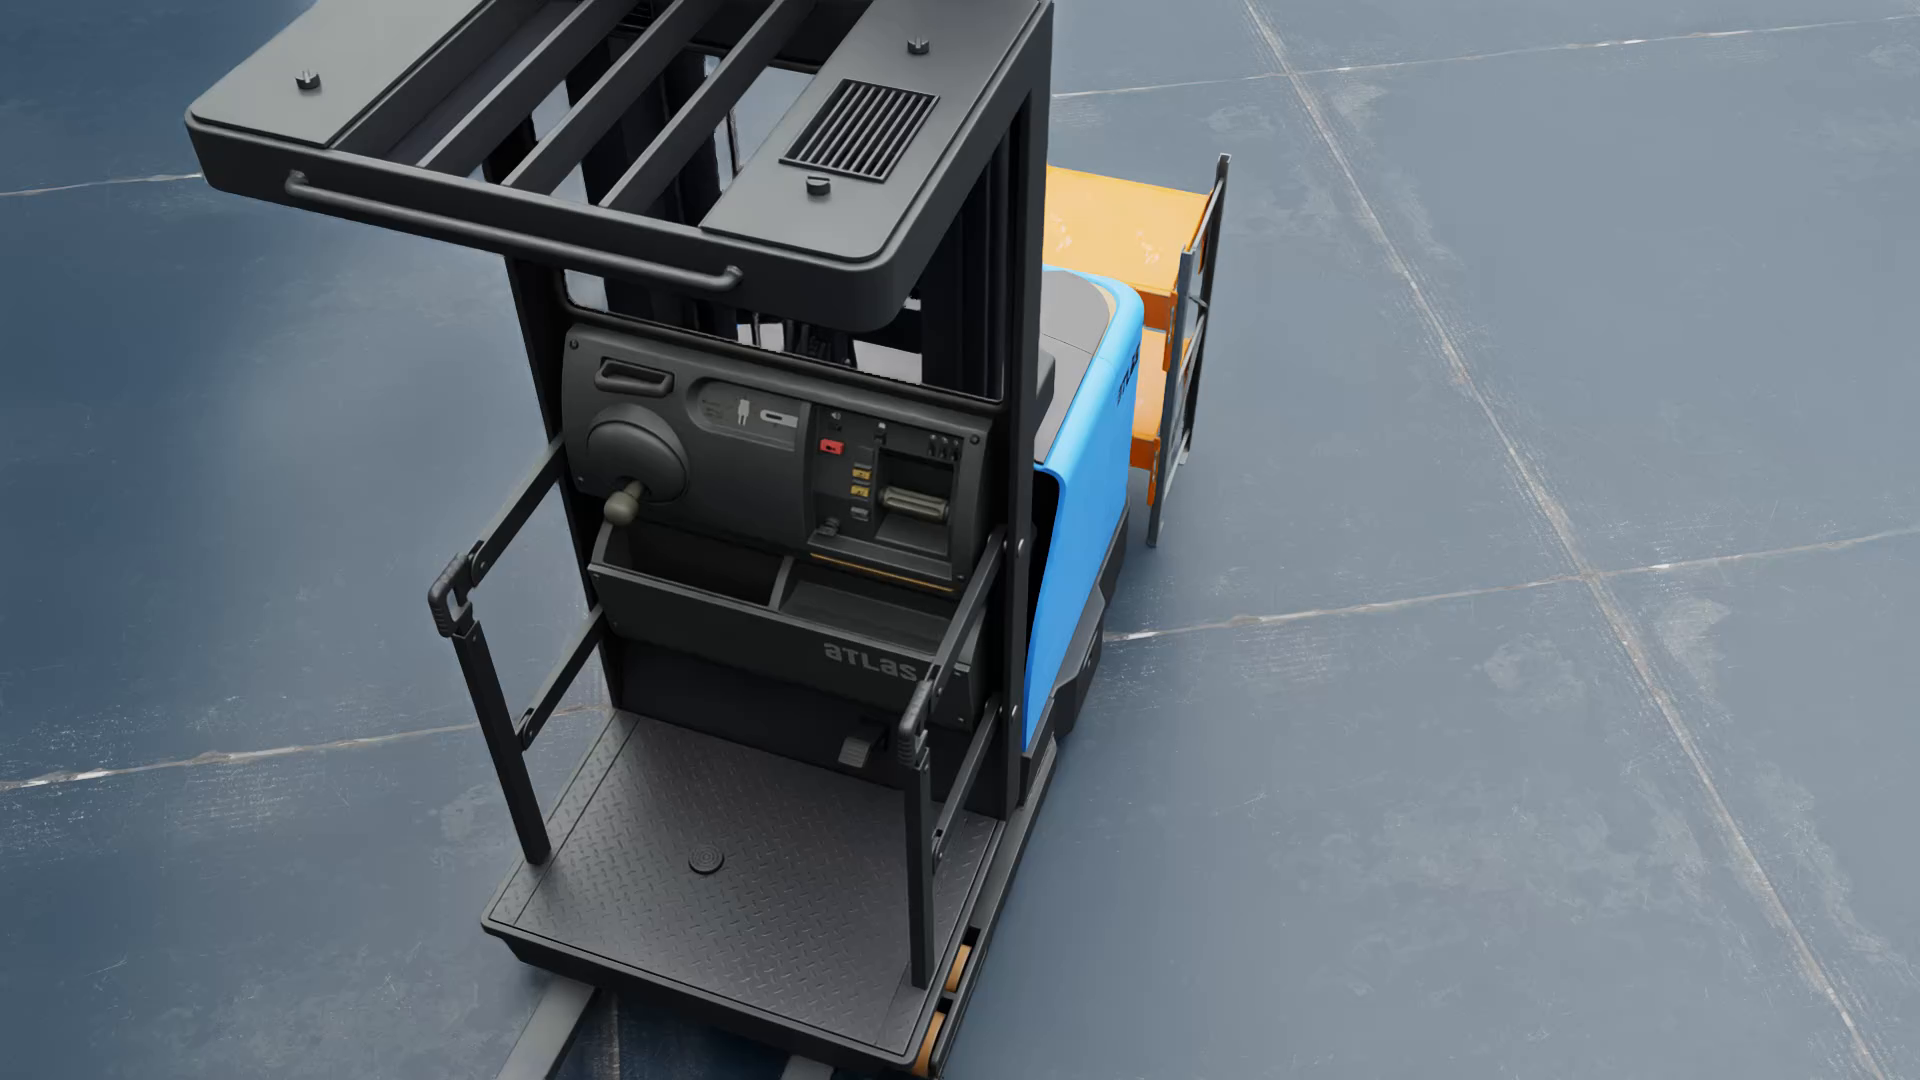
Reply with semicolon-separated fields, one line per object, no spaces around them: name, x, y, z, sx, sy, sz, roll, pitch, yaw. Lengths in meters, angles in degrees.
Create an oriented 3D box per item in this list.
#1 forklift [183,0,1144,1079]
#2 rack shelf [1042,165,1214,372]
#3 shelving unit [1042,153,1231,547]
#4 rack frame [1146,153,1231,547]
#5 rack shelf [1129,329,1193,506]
forklift;-0.463;-0.068;3.280;1.130;2.935;3.031;14;48;13
rack shelf;0.199;-0.863;4.894;1.000;0.278;0.538;14;48;13
shelving unit;0.199;-0.660;5.105;1.048;1.125;0.538;14;48;13
rack frame;0.681;-0.543;4.992;0.032;1.125;0.500;14;48;13
rack shelf;0.199;-0.490;5.281;1.000;0.278;0.538;14;48;13
